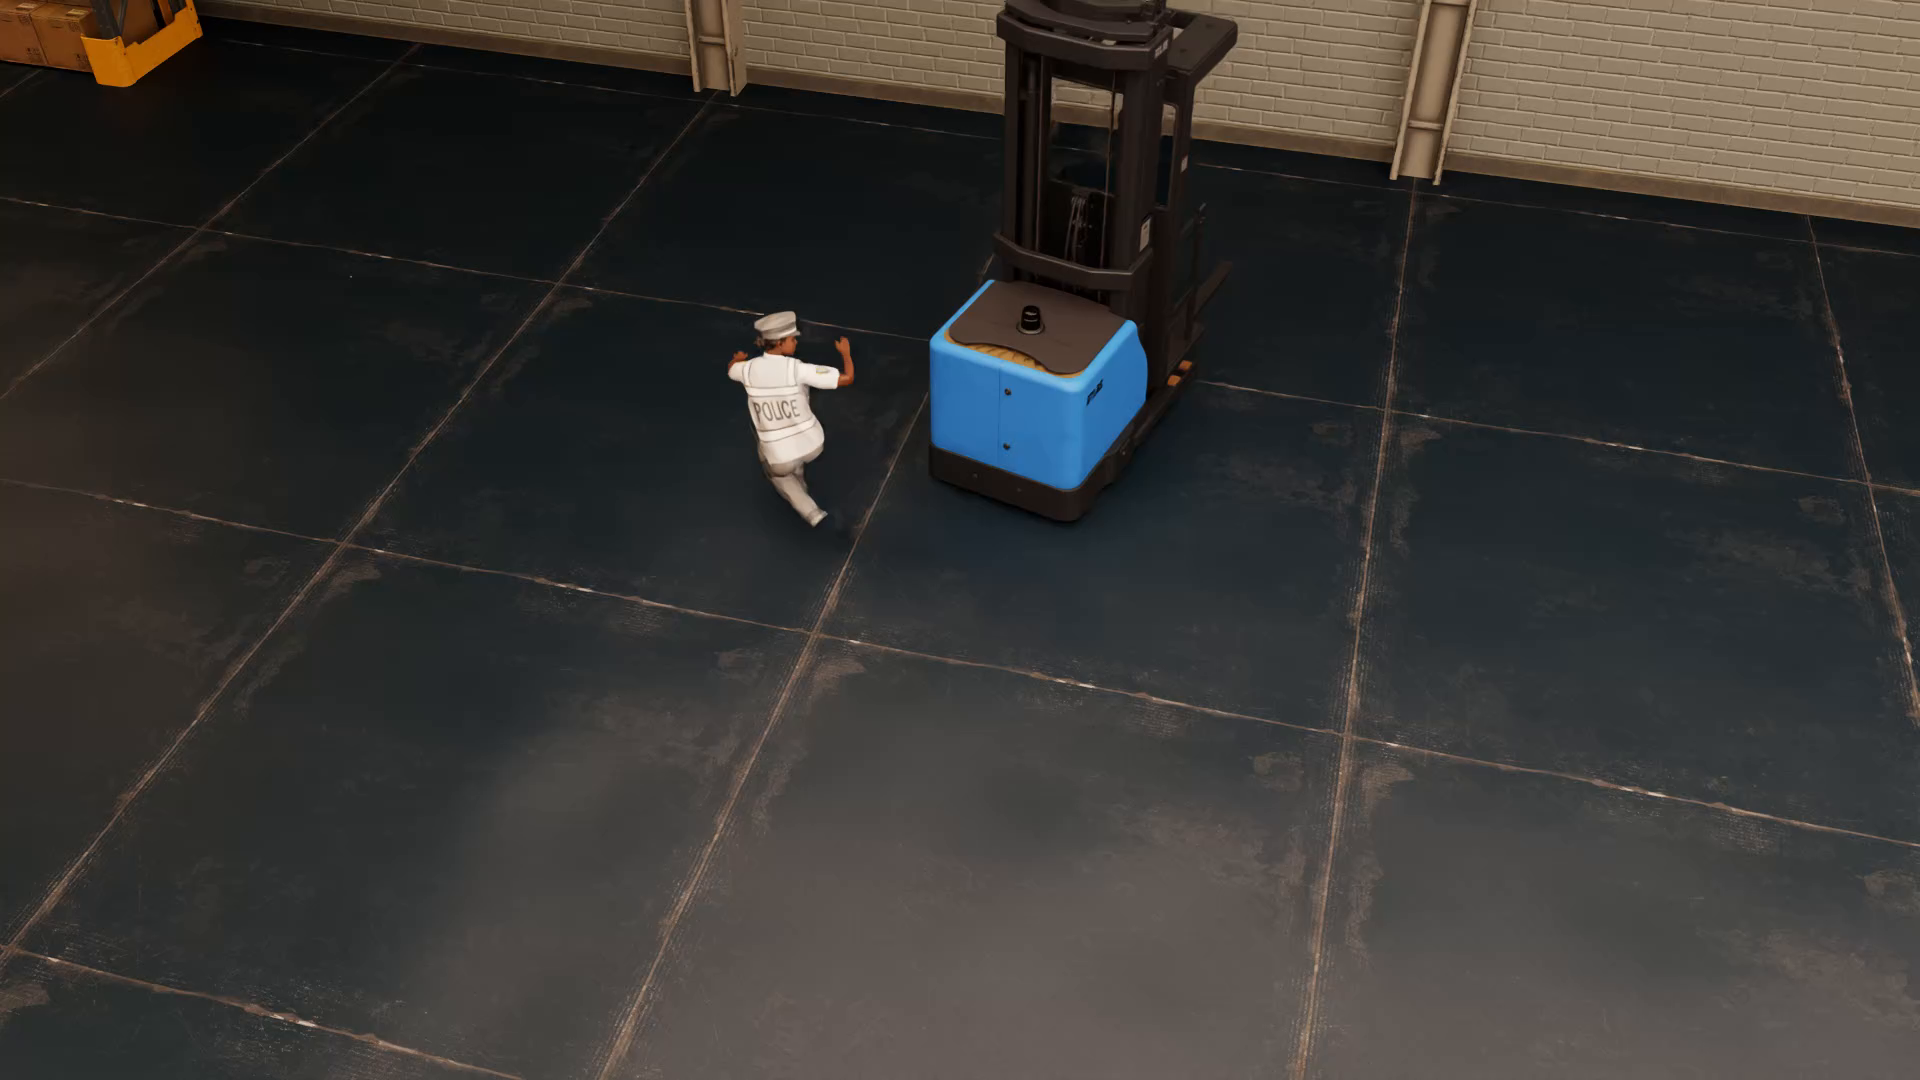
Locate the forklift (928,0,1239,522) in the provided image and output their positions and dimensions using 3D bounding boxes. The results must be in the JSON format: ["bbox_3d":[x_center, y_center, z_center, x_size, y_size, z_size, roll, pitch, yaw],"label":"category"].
[{"bbox_3d":[0.955,-2.175,10.343,1.130,2.935,3.031,20,45,21],"label":"forklift"}]

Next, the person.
[{"bbox_3d":[-0.987,-0.791,9.928,0.723,1.406,1.035,-13,43,-14],"label":"person"}]
